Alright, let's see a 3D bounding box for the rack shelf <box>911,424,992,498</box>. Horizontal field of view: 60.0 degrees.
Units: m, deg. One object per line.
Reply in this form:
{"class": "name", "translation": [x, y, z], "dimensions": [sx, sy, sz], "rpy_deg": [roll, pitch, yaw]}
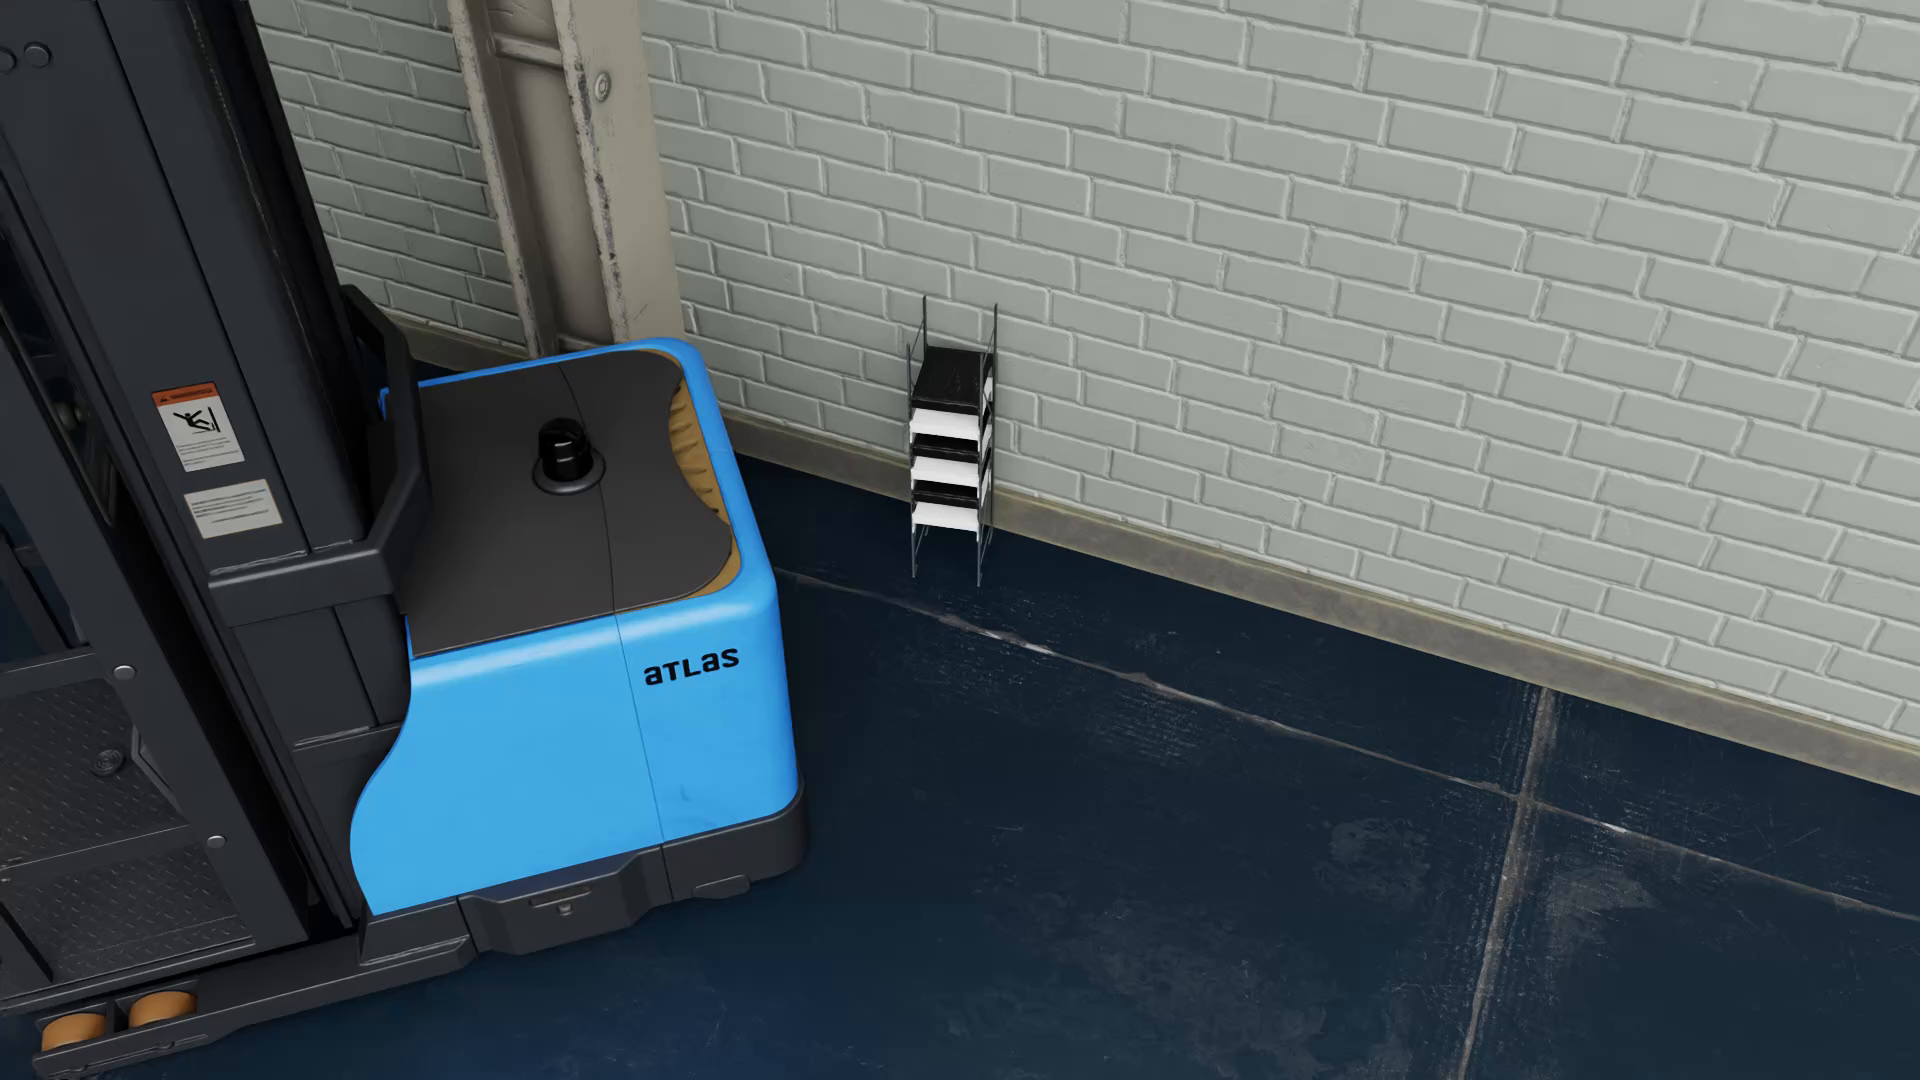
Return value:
{"class": "rack shelf", "translation": [-0.021, -0.249, 4.909], "dimensions": [0.200, 0.077, 0.258], "rpy_deg": [8, 45, 8]}

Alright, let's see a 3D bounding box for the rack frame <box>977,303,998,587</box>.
{"class": "rack frame", "translation": [0.079, -0.259, 4.872], "dimensions": [0.006, 0.900, 0.240], "rpy_deg": [8, 45, 8]}

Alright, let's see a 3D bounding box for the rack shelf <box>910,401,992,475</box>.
{"class": "rack shelf", "translation": [-0.021, -0.313, 4.846], "dimensions": [0.200, 0.077, 0.258], "rpy_deg": [8, 45, 8]}

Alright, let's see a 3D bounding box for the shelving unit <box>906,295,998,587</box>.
{"class": "shelving unit", "translation": [-0.021, -0.273, 4.886], "dimensions": [0.210, 0.900, 0.258], "rpy_deg": [8, 45, 8]}

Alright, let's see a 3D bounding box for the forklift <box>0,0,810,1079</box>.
{"class": "forklift", "translation": [-1.968, -0.180, 3.353], "dimensions": [3.031, 2.935, 1.130], "rpy_deg": [-13, 46, -12]}

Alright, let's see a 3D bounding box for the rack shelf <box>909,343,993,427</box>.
{"class": "rack shelf", "translation": [-0.020, -0.440, 4.719], "dimensions": [0.200, 0.077, 0.258], "rpy_deg": [8, 45, 8]}

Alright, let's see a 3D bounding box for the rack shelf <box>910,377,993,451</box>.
{"class": "rack shelf", "translation": [-0.021, -0.377, 4.783], "dimensions": [0.200, 0.077, 0.258], "rpy_deg": [8, 45, 8]}

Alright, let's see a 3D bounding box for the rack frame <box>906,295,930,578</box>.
{"class": "rack frame", "translation": [-0.121, -0.286, 4.900], "dimensions": [0.006, 0.900, 0.240], "rpy_deg": [8, 45, 8]}

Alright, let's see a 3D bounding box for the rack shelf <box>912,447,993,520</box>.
{"class": "rack shelf", "translation": [-0.021, -0.185, 4.973], "dimensions": [0.200, 0.077, 0.258], "rpy_deg": [8, 45, 8]}

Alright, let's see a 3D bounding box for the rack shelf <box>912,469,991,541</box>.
{"class": "rack shelf", "translation": [-0.021, -0.121, 5.036], "dimensions": [0.200, 0.077, 0.258], "rpy_deg": [8, 45, 8]}
